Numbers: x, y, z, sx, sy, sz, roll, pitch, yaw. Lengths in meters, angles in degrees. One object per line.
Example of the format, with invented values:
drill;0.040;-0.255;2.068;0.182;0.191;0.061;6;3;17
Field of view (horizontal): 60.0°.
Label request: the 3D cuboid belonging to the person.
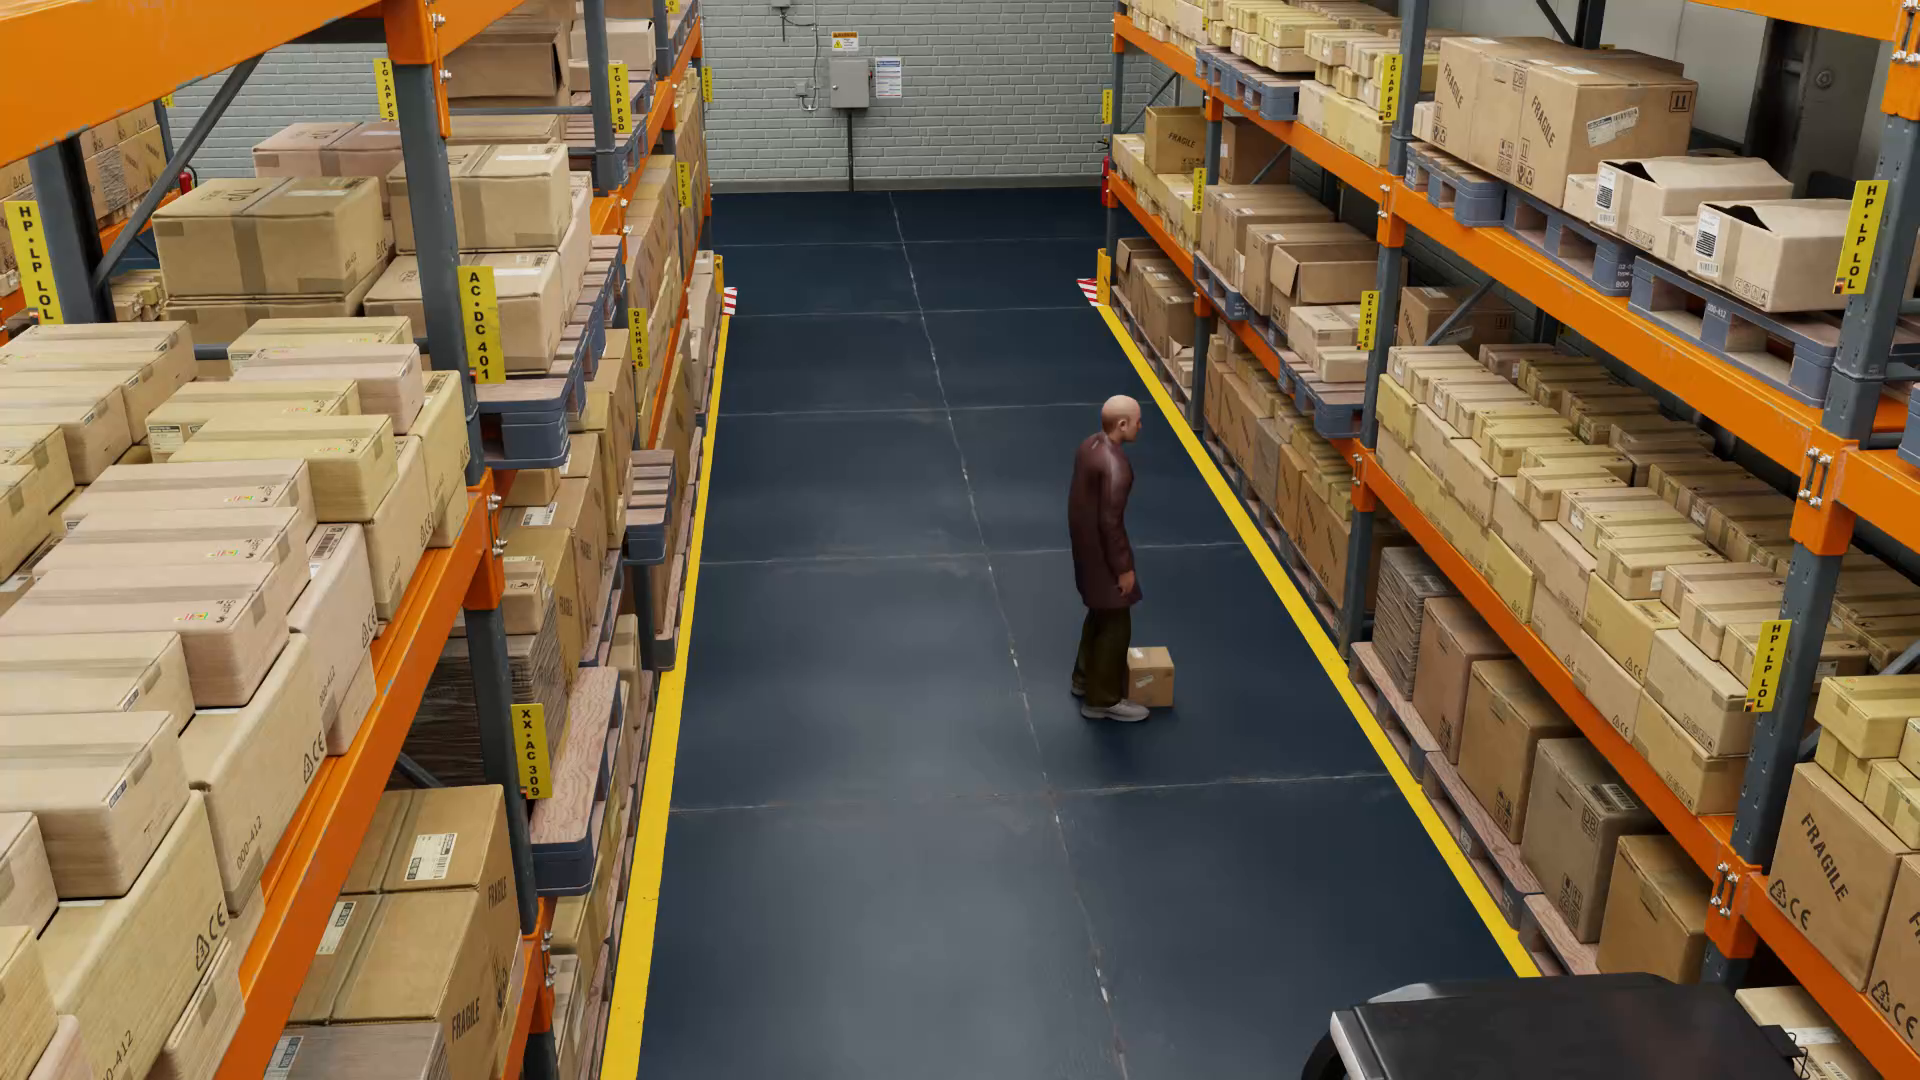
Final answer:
person;0.794;0.078;8.938;0.427;1.773;0.631;-3;24;-7
